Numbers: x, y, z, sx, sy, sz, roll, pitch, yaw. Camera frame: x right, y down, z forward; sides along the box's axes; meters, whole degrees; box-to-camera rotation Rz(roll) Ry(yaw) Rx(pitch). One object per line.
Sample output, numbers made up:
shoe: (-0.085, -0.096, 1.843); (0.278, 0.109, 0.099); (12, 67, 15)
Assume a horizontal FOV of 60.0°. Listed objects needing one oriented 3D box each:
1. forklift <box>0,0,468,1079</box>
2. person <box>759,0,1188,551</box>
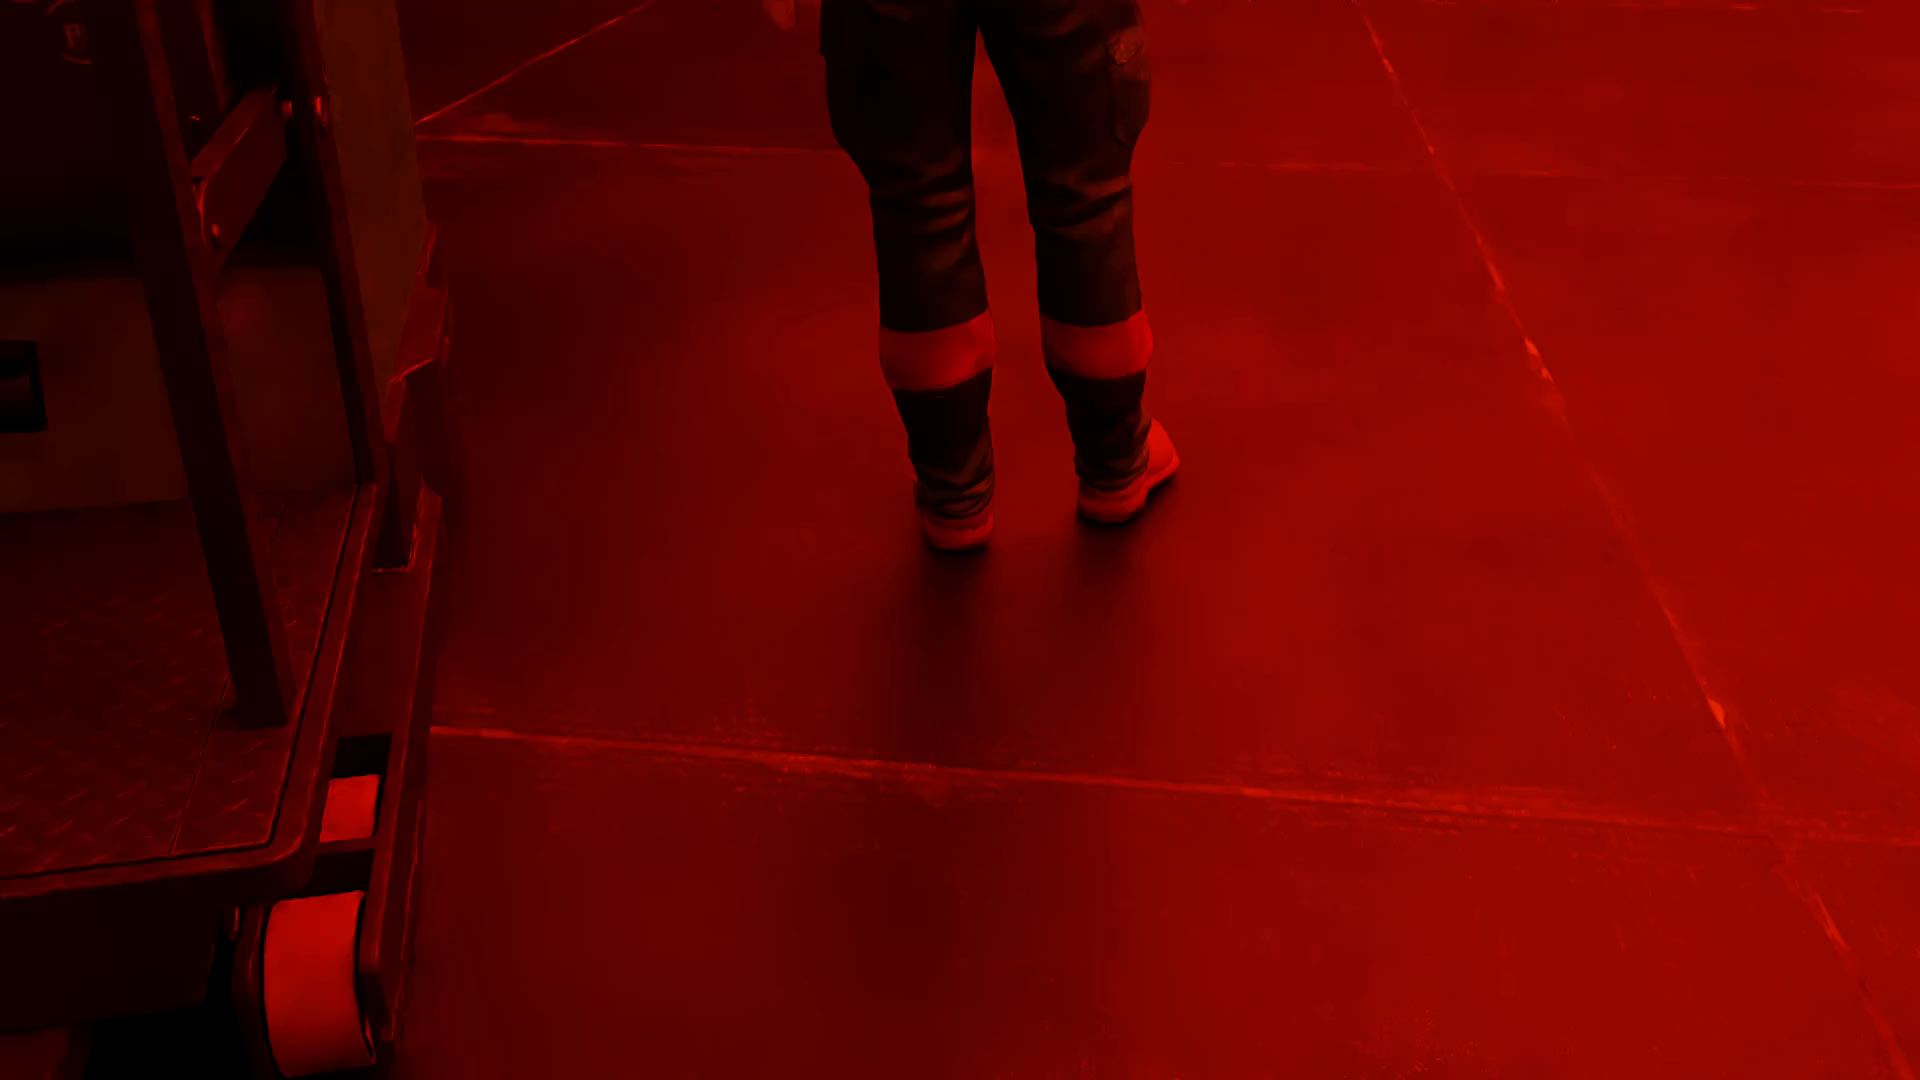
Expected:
forklift: (-1.122, -0.912, 1.046); (1.130, 2.935, 3.031); (-6, 27, -11)
person: (0.022, -0.842, 2.168); (0.637, 1.787, 0.563); (3, 27, 7)
